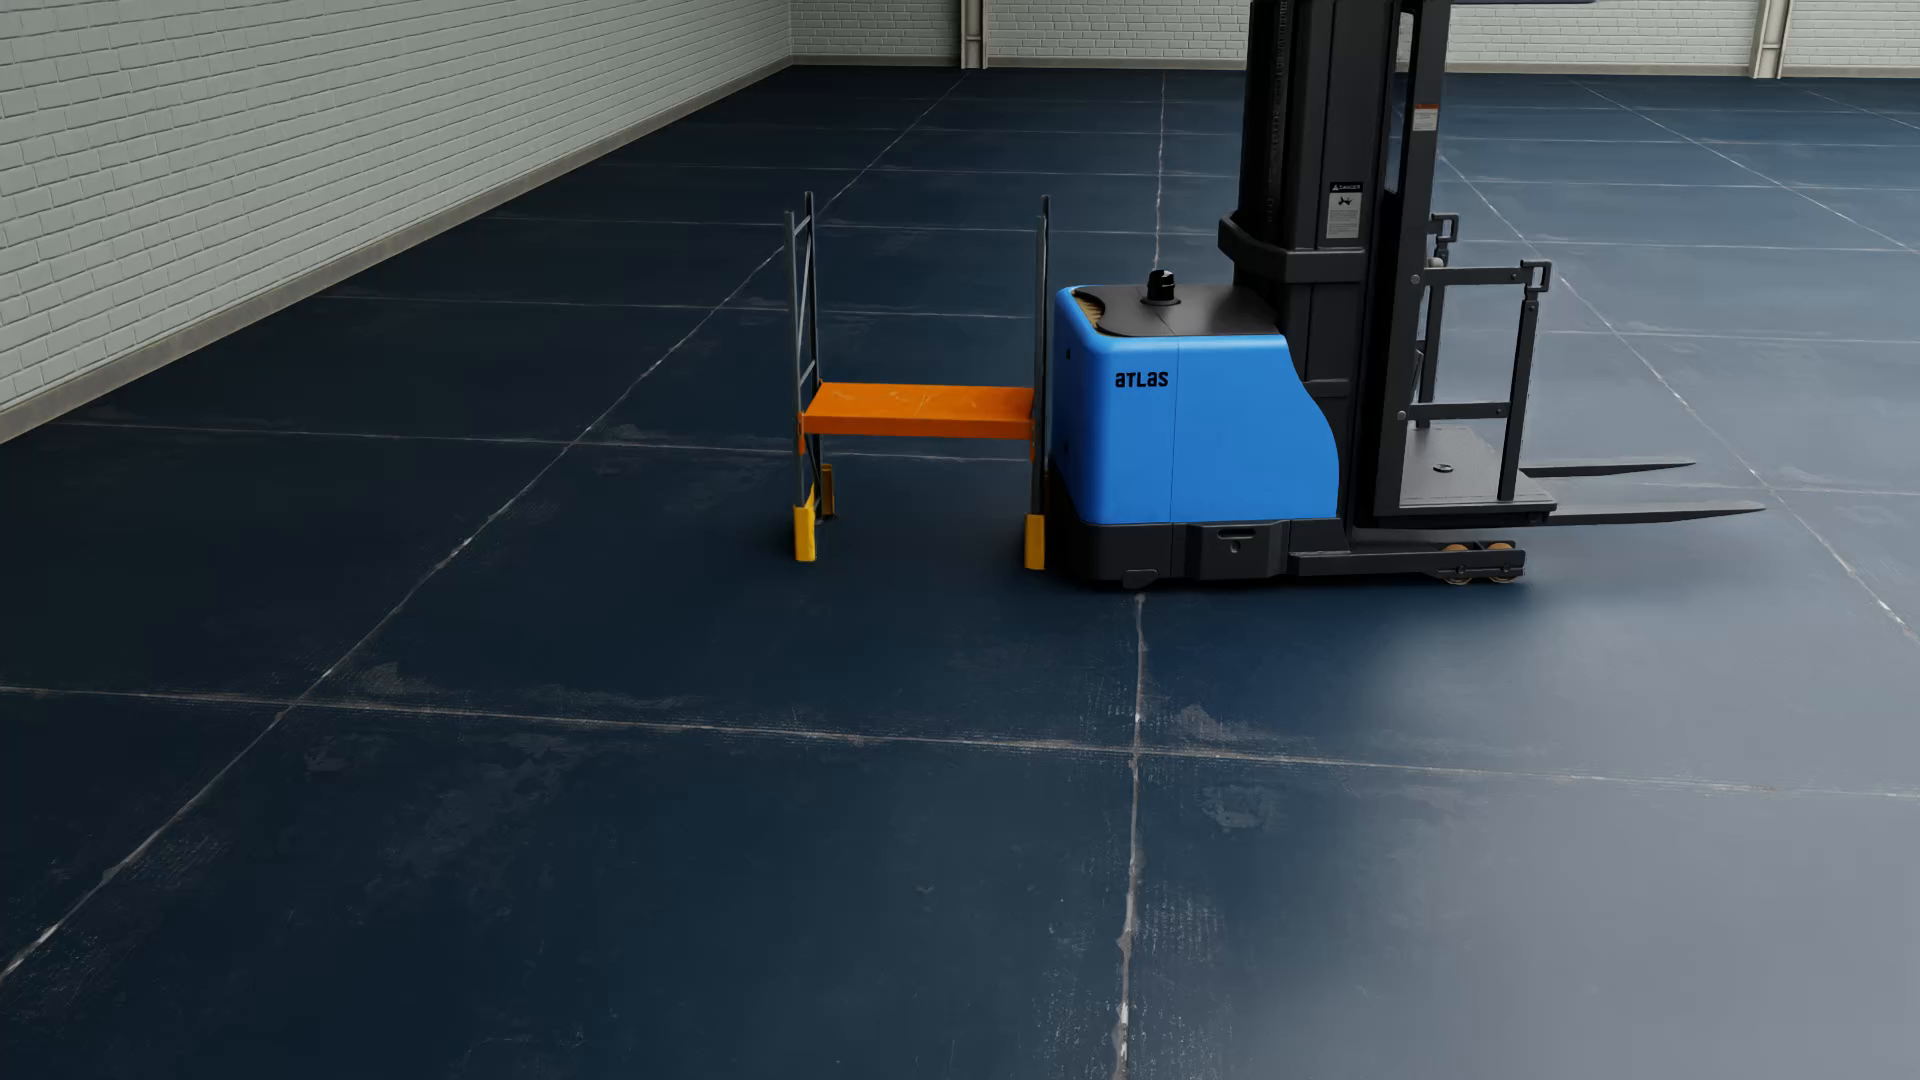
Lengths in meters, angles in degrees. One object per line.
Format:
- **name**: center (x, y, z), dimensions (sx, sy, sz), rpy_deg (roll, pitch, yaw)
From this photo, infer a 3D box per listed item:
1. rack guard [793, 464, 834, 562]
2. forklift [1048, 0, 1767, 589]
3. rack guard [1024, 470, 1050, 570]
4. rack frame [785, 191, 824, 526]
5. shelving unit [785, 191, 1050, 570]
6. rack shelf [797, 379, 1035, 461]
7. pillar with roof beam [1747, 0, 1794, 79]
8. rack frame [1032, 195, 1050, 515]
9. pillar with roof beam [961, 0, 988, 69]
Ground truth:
- **rack guard**: center (-0.650, -0.128, 7.422), dimensions (0.087, 0.250, 0.587), rpy_deg (2, 22, 5)
- **forklift**: center (1.949, -1.367, 6.911), dimensions (3.031, 2.935, 1.130), rpy_deg (-2, 22, -5)
- **rack guard**: center (0.342, -0.095, 7.341), dimensions (0.087, 0.250, 0.587), rpy_deg (2, 22, 5)
- **rack frame**: center (-0.669, -0.709, 7.194), dimensions (0.032, 1.500, 0.500), rpy_deg (2, 22, 5)
- **shelving unit**: center (-0.154, -0.693, 7.152), dimensions (1.083, 1.500, 0.587), rpy_deg (2, 22, 5)
- **rack shelf**: center (-0.163, -0.526, 7.219), dimensions (1.000, 0.185, 0.538), rpy_deg (2, 22, 5)
- **pillar with roof beam**: center (11.638, -9.607, 19.499), dimensions (0.400, 9.000, 9.100), rpy_deg (2, 22, 6)
- **rack frame**: center (0.344, -0.676, 7.111), dimensions (0.032, 1.500, 0.500), rpy_deg (2, 22, 5)
- **pillar with roof beam**: center (-0.278, -10.126, 20.813), dimensions (0.400, 9.000, 9.100), rpy_deg (2, 22, 6)
